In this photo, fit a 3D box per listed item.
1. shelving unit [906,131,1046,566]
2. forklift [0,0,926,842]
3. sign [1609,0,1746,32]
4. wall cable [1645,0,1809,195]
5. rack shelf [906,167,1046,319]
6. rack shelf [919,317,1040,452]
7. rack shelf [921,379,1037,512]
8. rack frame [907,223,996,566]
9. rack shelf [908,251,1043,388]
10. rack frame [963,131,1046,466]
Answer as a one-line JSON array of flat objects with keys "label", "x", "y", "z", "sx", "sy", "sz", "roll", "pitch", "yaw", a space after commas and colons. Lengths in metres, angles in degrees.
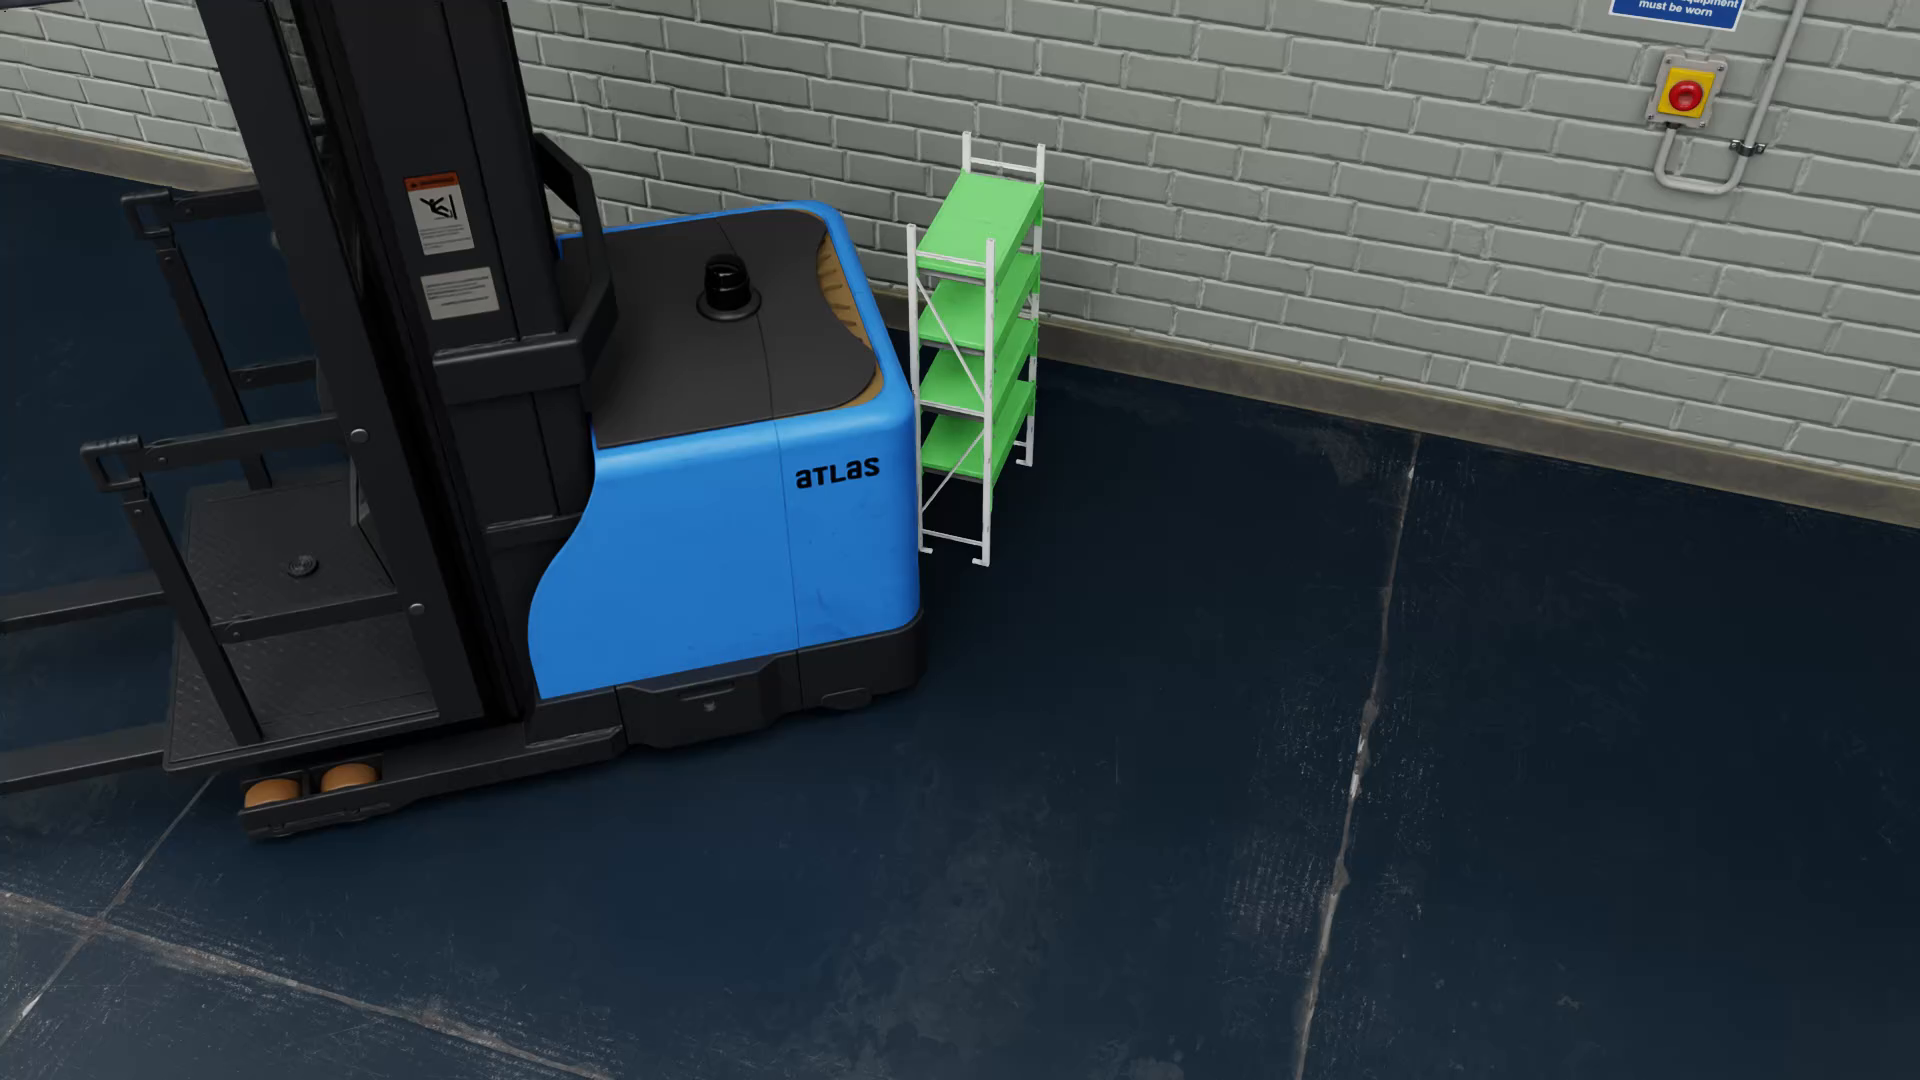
[{"label": "shelving unit", "x": 0.050, "y": -0.539, "z": 4.943, "sx": 0.258, "sy": 1.200, "sz": 0.503, "roll": 13, "pitch": 46, "yaw": 13}, {"label": "forklift", "x": -1.673, "y": -0.666, "z": 3.835, "sx": 3.031, "sy": 2.935, "sz": 1.130, "roll": -11, "pitch": 45, "yaw": -11}, {"label": "sign", "x": 1.922, "y": -1.475, "z": 4.420, "sx": 0.327, "sy": 0.218, "sz": 0.001, "roll": 13, "pitch": 46, "yaw": 13}, {"label": "wall cable", "x": 1.949, "y": -1.702, "z": 4.096, "sx": 0.585, "sy": 1.953, "sz": 0.123, "roll": 13, "pitch": 46, "yaw": 13}, {"label": "rack shelf", "x": 0.050, "y": -0.837, "z": 4.652, "sx": 0.258, "sy": 0.148, "sz": 0.480, "roll": 13, "pitch": 46, "yaw": 13}, {"label": "rack shelf", "x": 0.050, "y": -0.493, "z": 4.988, "sx": 0.258, "sy": 0.148, "sz": 0.480, "roll": 13, "pitch": 46, "yaw": 13}, {"label": "rack shelf", "x": 0.050, "y": -0.322, "z": 5.156, "sx": 0.258, "sy": 0.148, "sz": 0.480, "roll": 13, "pitch": 46, "yaw": 13}, {"label": "rack frame", "x": -0.024, "y": -0.377, "z": 4.777, "sx": 0.240, "sy": 1.200, "sz": 0.015, "roll": 13, "pitch": 46, "yaw": 13}, {"label": "rack shelf", "x": 0.050, "y": -0.665, "z": 4.820, "sx": 0.258, "sy": 0.148, "sz": 0.480, "roll": 13, "pitch": 46, "yaw": 13}, {"label": "rack frame", "x": 0.124, "y": -0.702, "z": 5.109, "sx": 0.240, "sy": 1.200, "sz": 0.015, "roll": 13, "pitch": 46, "yaw": 13}]
